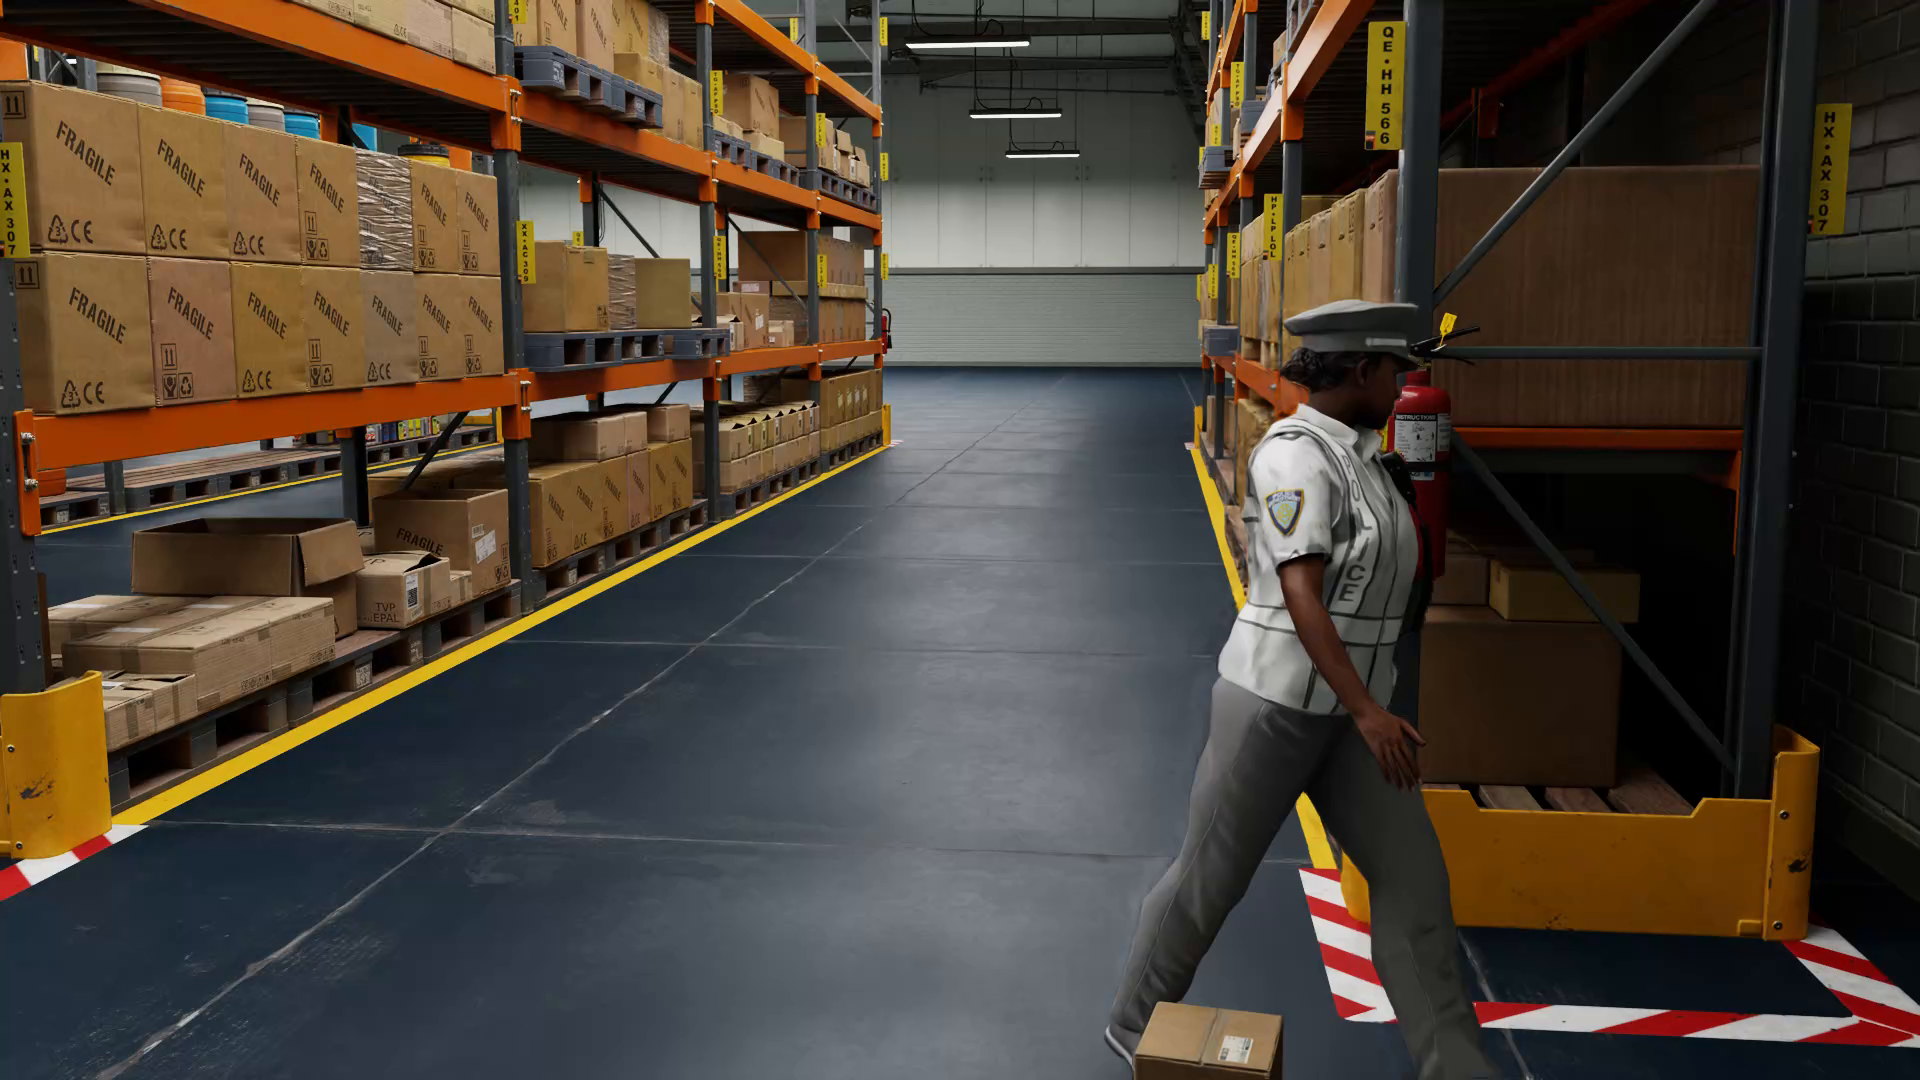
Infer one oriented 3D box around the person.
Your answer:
[{"bbox_3d":[0.744,0.348,3.230,0.957,1.618,0.570,7,10,40],"label":"person"}]
